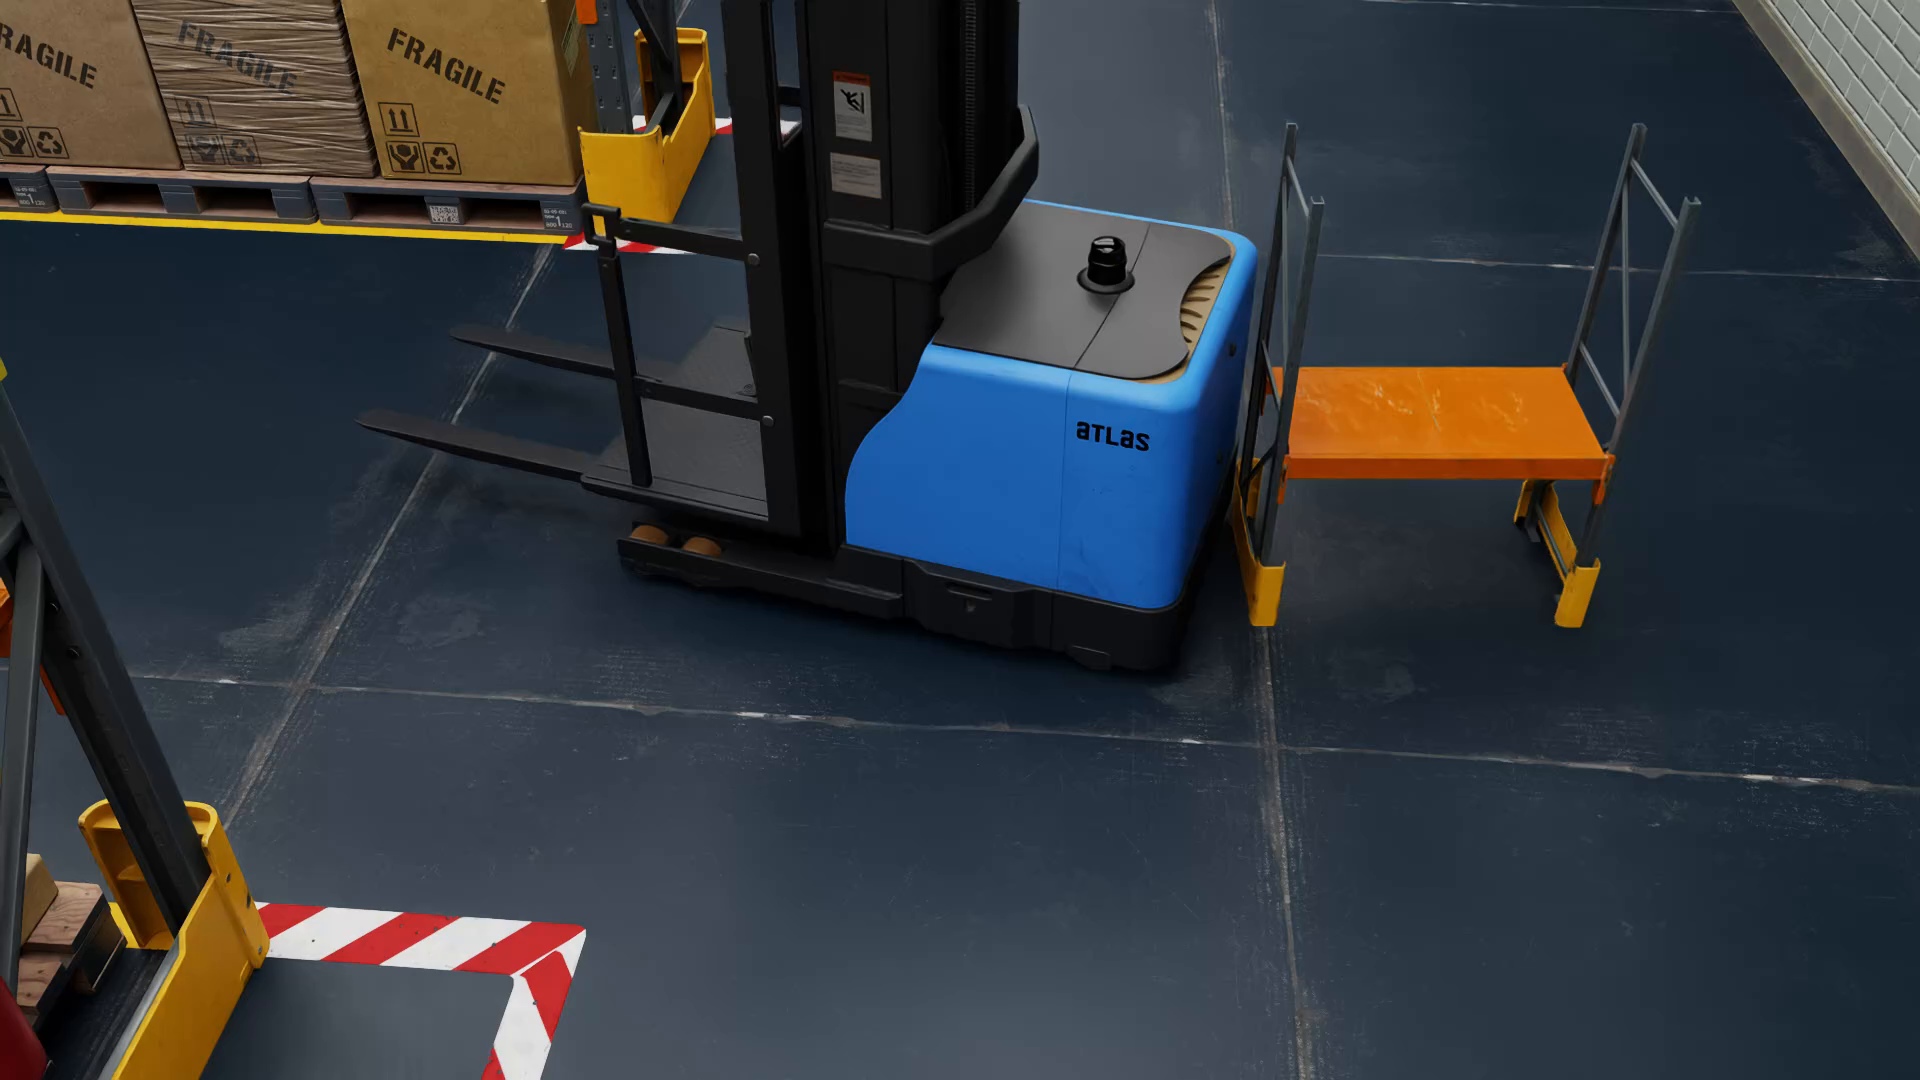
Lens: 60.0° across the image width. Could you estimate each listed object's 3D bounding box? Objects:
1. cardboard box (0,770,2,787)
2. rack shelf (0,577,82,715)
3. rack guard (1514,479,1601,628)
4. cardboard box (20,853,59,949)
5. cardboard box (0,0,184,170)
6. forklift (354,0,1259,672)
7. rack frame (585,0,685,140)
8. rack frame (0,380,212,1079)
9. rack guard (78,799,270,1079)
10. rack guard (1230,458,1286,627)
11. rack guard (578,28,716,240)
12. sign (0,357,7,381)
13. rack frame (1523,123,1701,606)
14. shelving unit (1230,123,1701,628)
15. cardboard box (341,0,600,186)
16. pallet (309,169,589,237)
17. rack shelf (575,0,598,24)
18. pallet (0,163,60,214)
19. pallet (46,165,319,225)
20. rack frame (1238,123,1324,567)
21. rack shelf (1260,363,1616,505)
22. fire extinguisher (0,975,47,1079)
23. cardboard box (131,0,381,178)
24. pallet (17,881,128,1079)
[{"bbox_3d":[-2.468,0.717,3.947,0.250,0.149,0.380,1,39,2],"label":"cardboard box"},{"bbox_3d":[-3.968,0.417,3.431,4.000,0.370,1.077,3,39,4],"label":"rack shelf"},{"bbox_3d":[1.985,0.003,5.548,0.087,0.250,0.587,0,39,0],"label":"rack guard"},{"bbox_3d":[-2.470,0.960,4.120,0.250,0.149,0.380,4,39,5],"label":"cardboard box"},{"bbox_3d":[-3.885,-2.288,7.535,0.875,0.875,0.875,3,39,4],"label":"cardboard box"},{"bbox_3d":[-0.621,-1.282,5.003,3.031,2.935,1.130,12,41,15],"label":"forklift"},{"bbox_3d":[-1.447,-2.867,6.896,0.127,3.000,1.000,3,39,4],"label":"rack frame"},{"bbox_3d":[-1.976,0.247,3.070,0.127,3.000,1.000,3,39,4],"label":"rack frame"},{"bbox_3d":[-2.051,1.213,3.864,0.348,0.500,1.175,3,39,4],"label":"rack guard"},{"bbox_3d":[0.989,0.001,5.550,0.087,0.250,0.587,0,39,0],"label":"rack guard"},{"bbox_3d":[-1.423,-1.896,7.683,0.348,0.500,1.175,3,39,4],"label":"rack guard"},{"bbox_3d":[-1.929,-0.430,3.216,0.005,0.325,0.100,3,39,4],"label":"sign"},{"bbox_3d":[1.986,-0.482,5.154,0.032,1.500,0.500,0,39,0],"label":"rack frame"},{"bbox_3d":[1.487,-0.482,5.155,1.083,1.500,0.587,0,39,0],"label":"shelving unit"},{"bbox_3d":[-2.091,-2.190,7.415,0.875,0.875,0.875,3,39,4],"label":"cardboard box"},{"bbox_3d":[-2.250,-1.779,7.769,1.213,0.211,1.003,3,39,4],"label":"pallet"},{"bbox_3d":[-3.440,-2.697,7.257,4.000,0.370,1.077,3,39,4],"label":"rack shelf"},{"bbox_3d":[-4.681,-1.912,7.932,1.213,0.211,1.003,3,39,4],"label":"pallet"},{"bbox_3d":[-3.462,-1.848,7.853,1.213,0.211,1.003,3,39,4],"label":"pallet"},{"bbox_3d":[0.970,-0.483,5.156,0.032,1.500,0.500,0,39,0],"label":"rack frame"},{"bbox_3d":[1.478,-0.343,5.268,1.000,0.185,0.538,0,39,0],"label":"rack shelf"},{"bbox_3d":[-1.764,0.726,2.839,0.183,0.674,0.296,3,39,4],"label":"fire extinguisher"},{"bbox_3d":[-2.998,-2.240,7.476,0.875,0.875,0.875,3,39,4],"label":"cardboard box"},{"bbox_3d":[-2.858,1.258,4.037,1.213,0.211,1.003,3,39,4],"label":"pallet"}]
